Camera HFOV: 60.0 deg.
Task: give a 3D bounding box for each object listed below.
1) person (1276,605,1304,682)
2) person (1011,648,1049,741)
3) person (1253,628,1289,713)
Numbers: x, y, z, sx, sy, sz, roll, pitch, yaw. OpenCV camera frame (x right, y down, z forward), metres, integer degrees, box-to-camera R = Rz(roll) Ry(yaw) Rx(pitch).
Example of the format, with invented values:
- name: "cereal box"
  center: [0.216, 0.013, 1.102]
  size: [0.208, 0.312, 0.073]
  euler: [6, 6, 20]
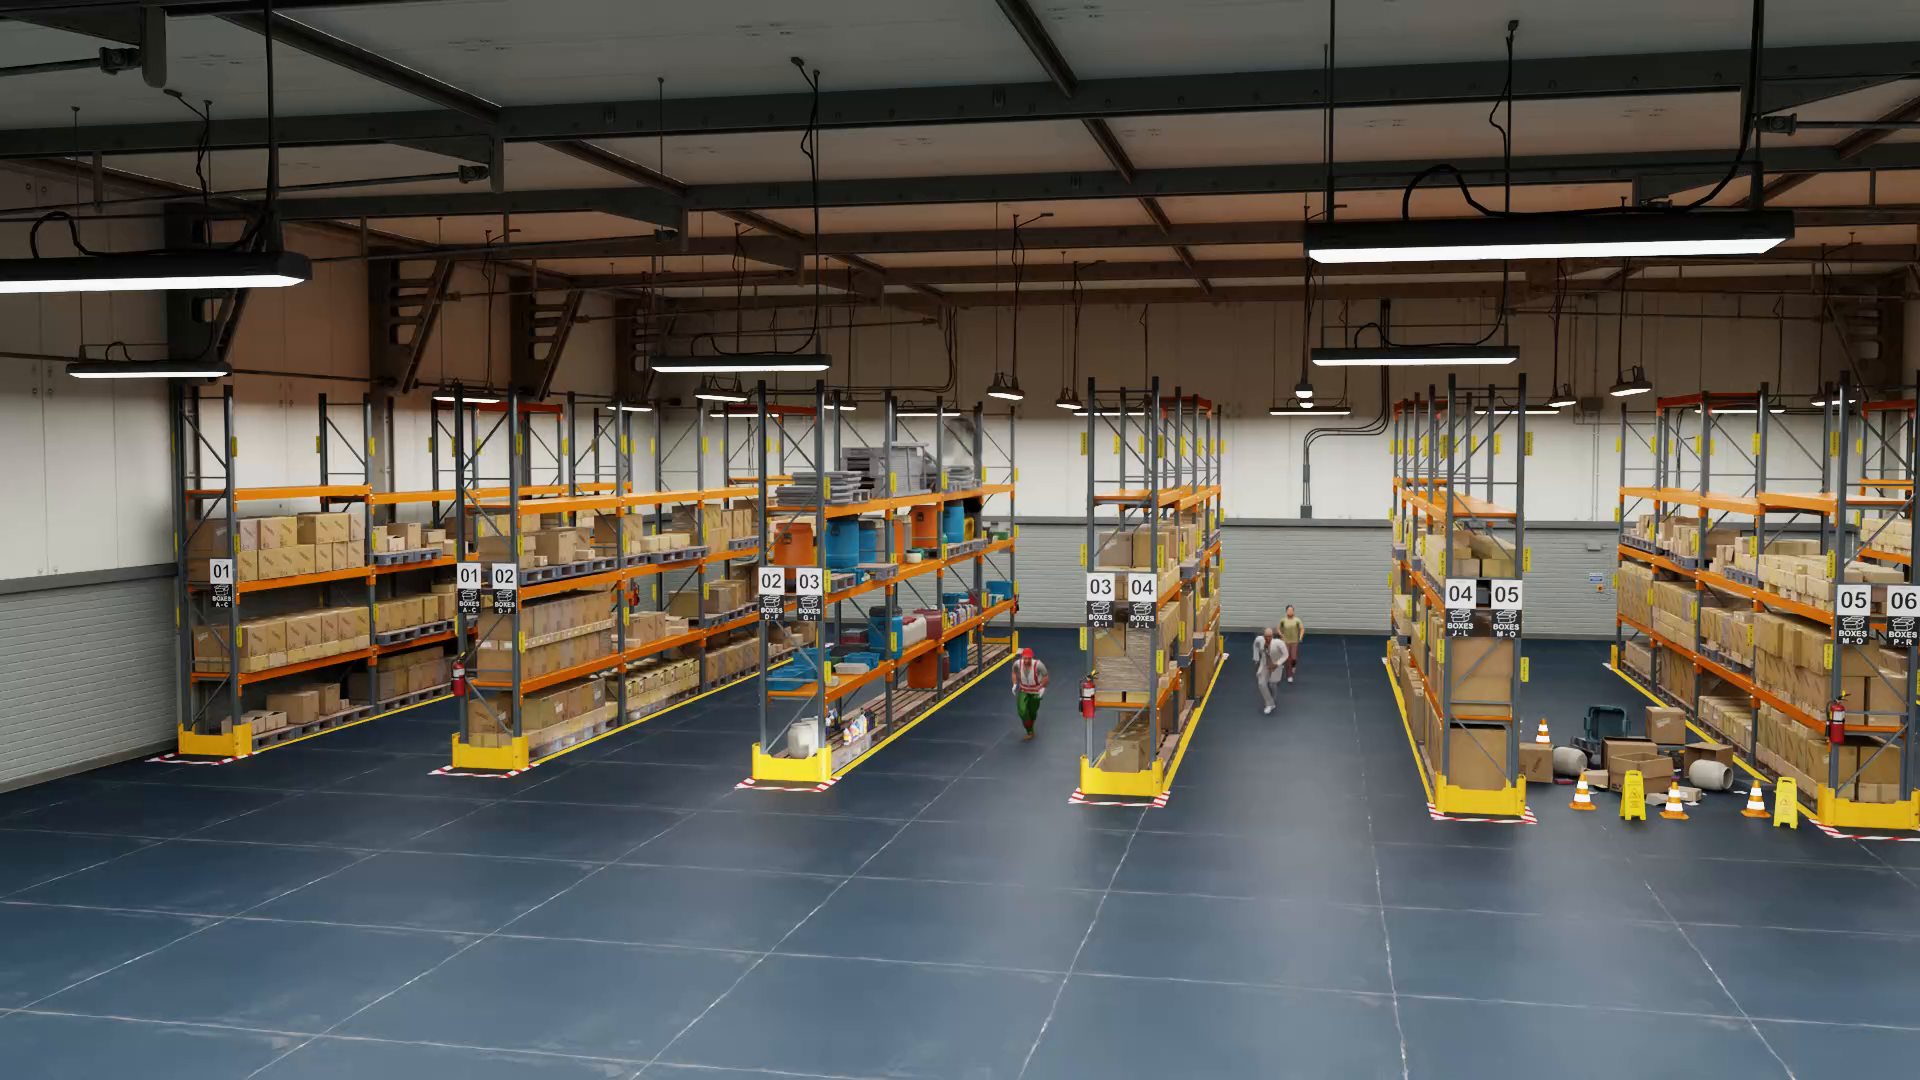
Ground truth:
- name: "person"
  center: [7.066, 2.206, 35.594]
  size: [0.582, 1.630, 0.566]
  euler: [1, 3, 11]
- name: "person"
  center: [1.222, 2.616, 28.579]
  size: [0.663, 1.618, 1.090]
  euler: [1, 3, 12]
- name: "person"
  center: [5.943, 2.509, 31.643]
  size: [0.714, 1.506, 1.098]
  euler: [1, 3, 23]
